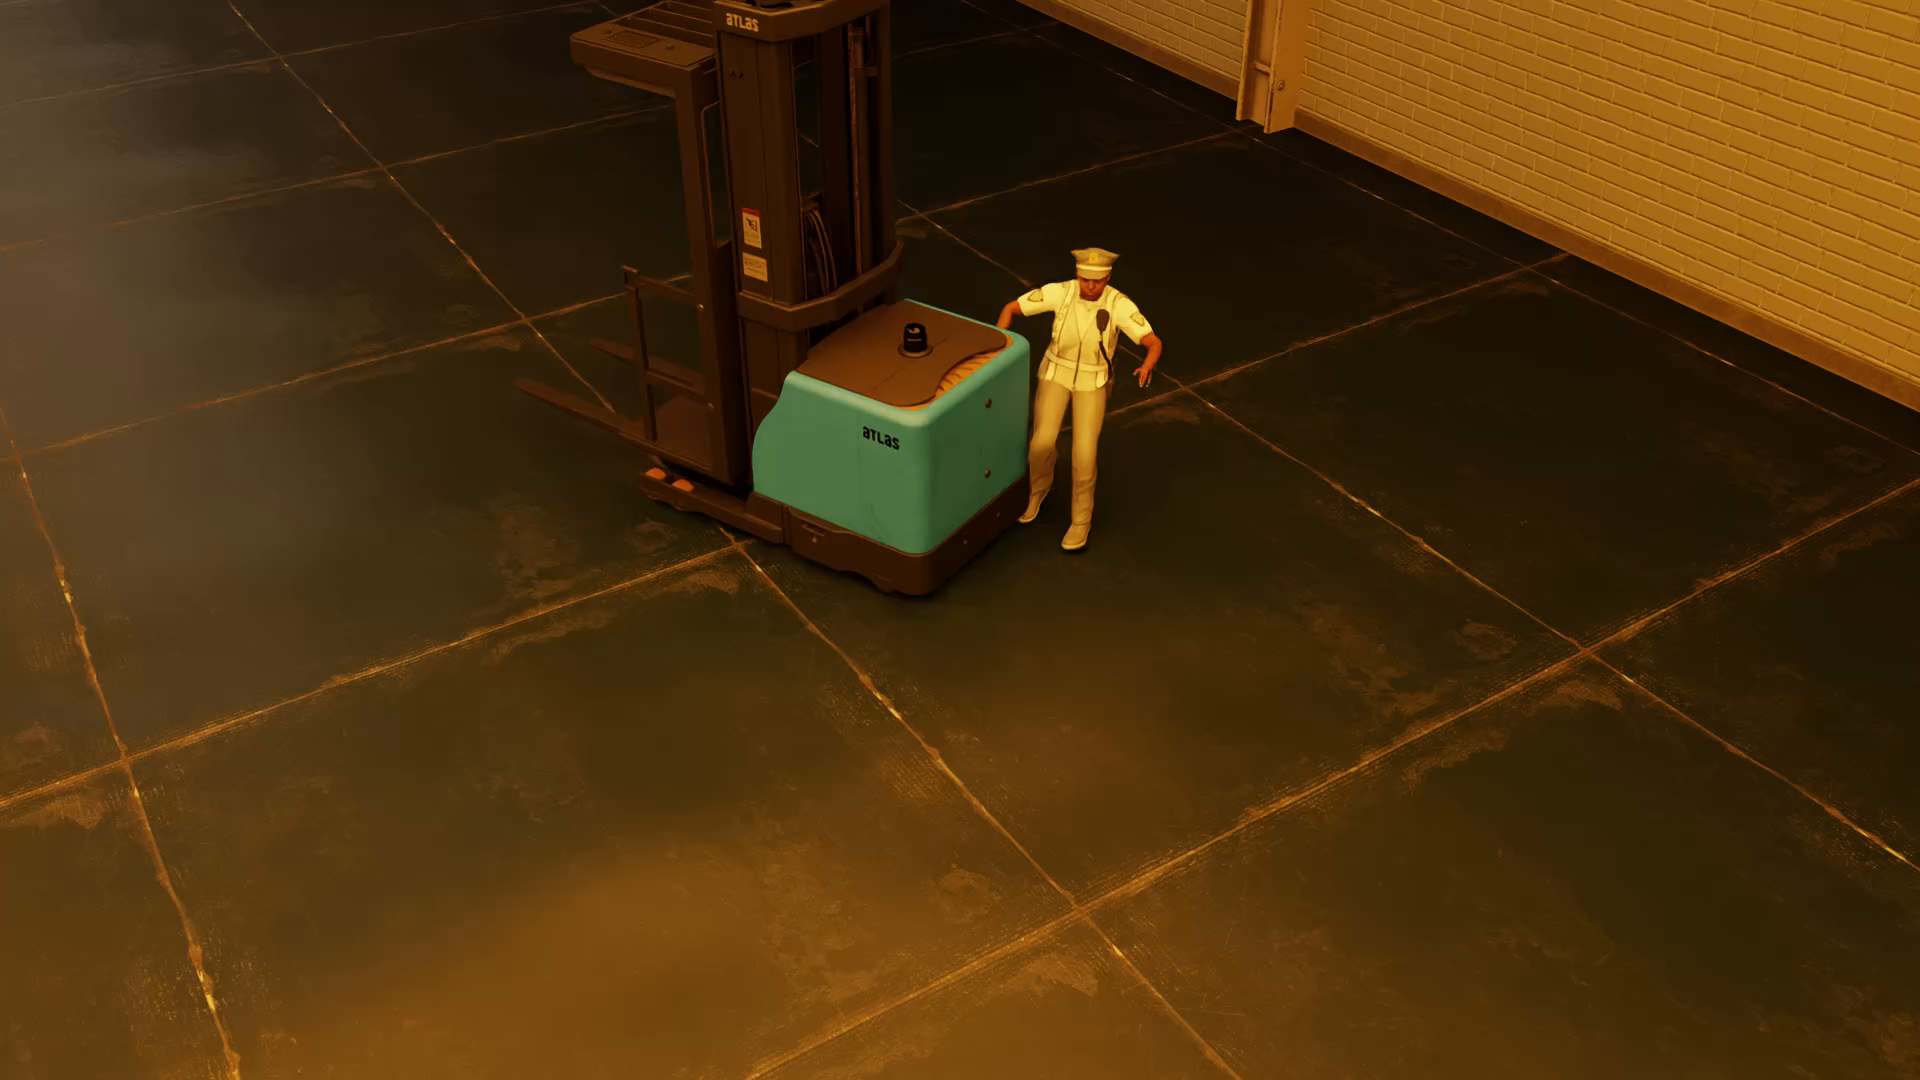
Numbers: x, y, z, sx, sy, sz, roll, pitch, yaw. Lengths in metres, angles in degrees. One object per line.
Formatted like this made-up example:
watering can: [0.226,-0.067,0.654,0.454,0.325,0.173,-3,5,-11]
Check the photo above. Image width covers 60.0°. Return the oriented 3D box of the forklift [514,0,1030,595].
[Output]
forklift: [-1.138,-1.584,8.401,3.031,2.935,1.130,22,40,28]

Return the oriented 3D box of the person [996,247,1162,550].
person: [0.572,-0.753,8.500,0.886,1.444,0.822,2,35,3]
